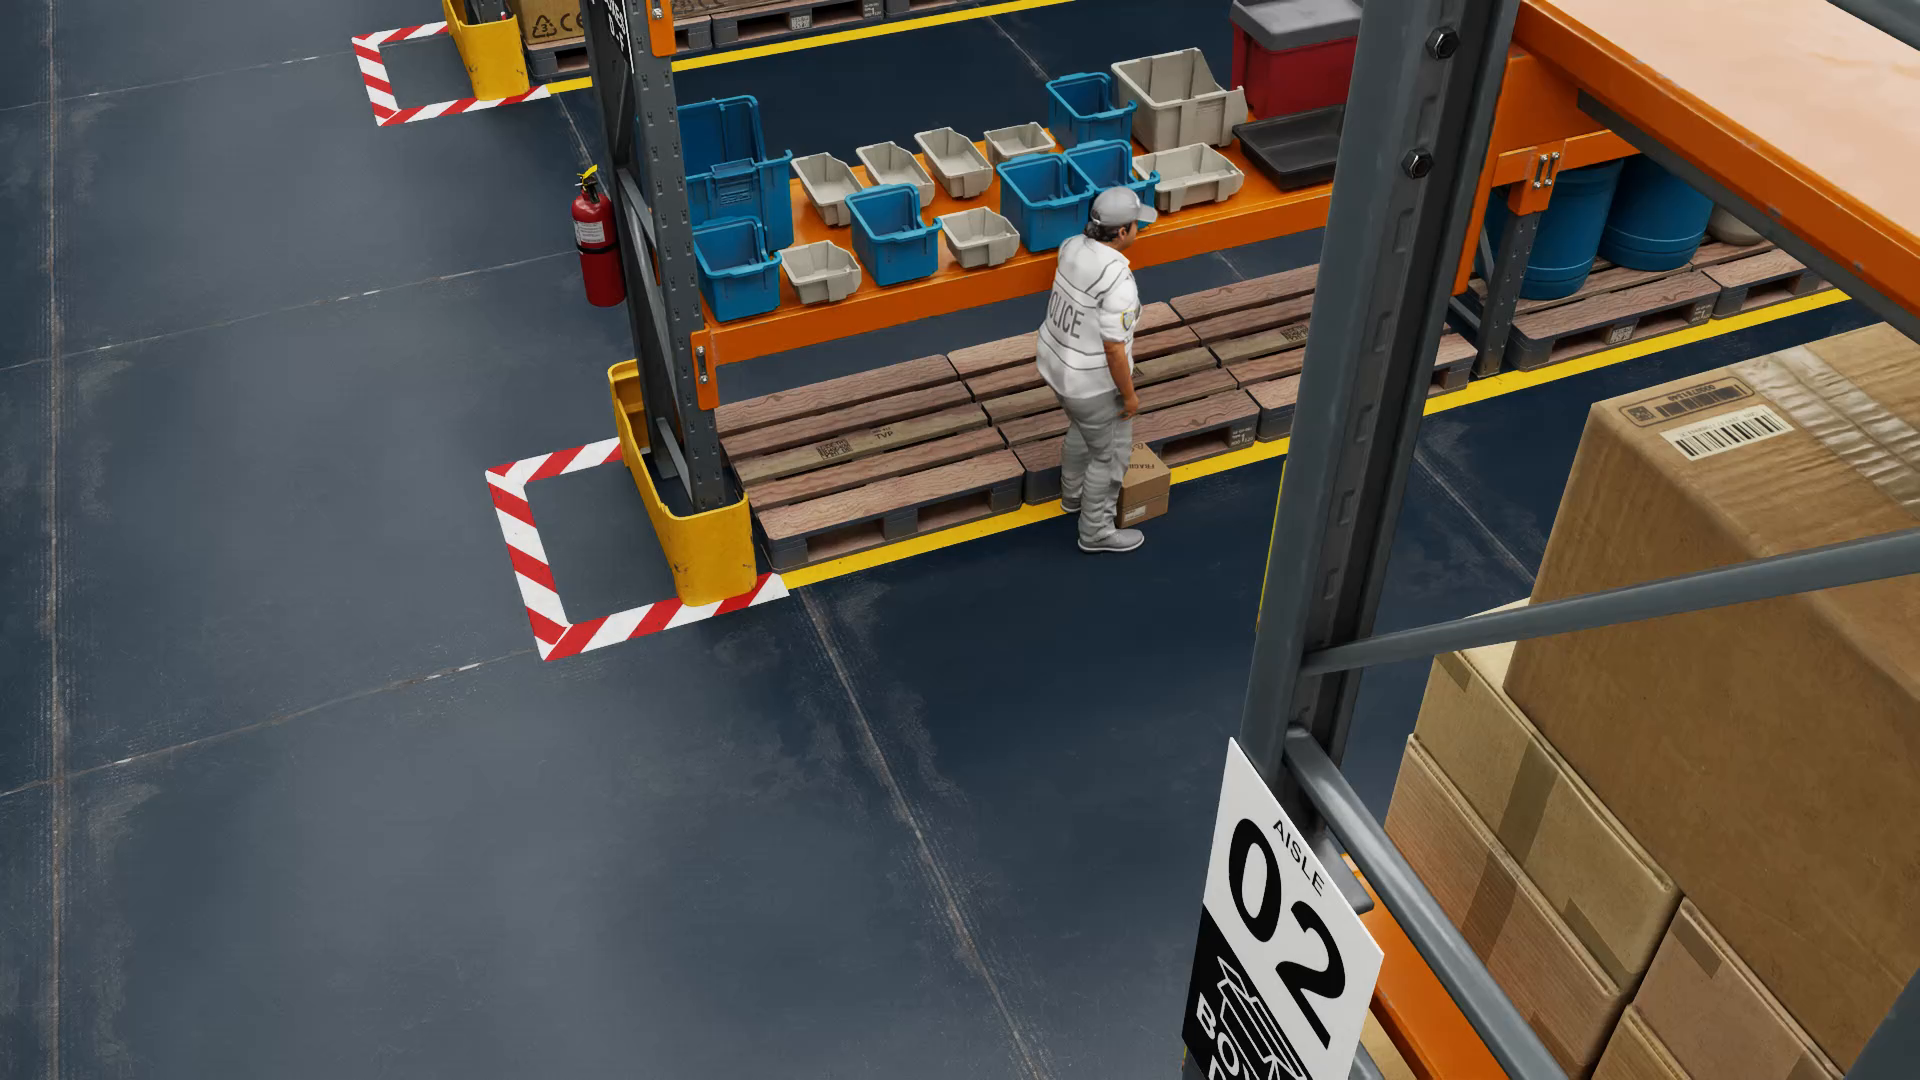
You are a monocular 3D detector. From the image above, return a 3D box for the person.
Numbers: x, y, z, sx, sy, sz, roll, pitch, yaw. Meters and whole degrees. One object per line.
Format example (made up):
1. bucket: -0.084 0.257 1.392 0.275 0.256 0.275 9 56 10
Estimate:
1. person: 0.583 -0.714 7.022 0.466 1.667 0.560 -18 45 -19
